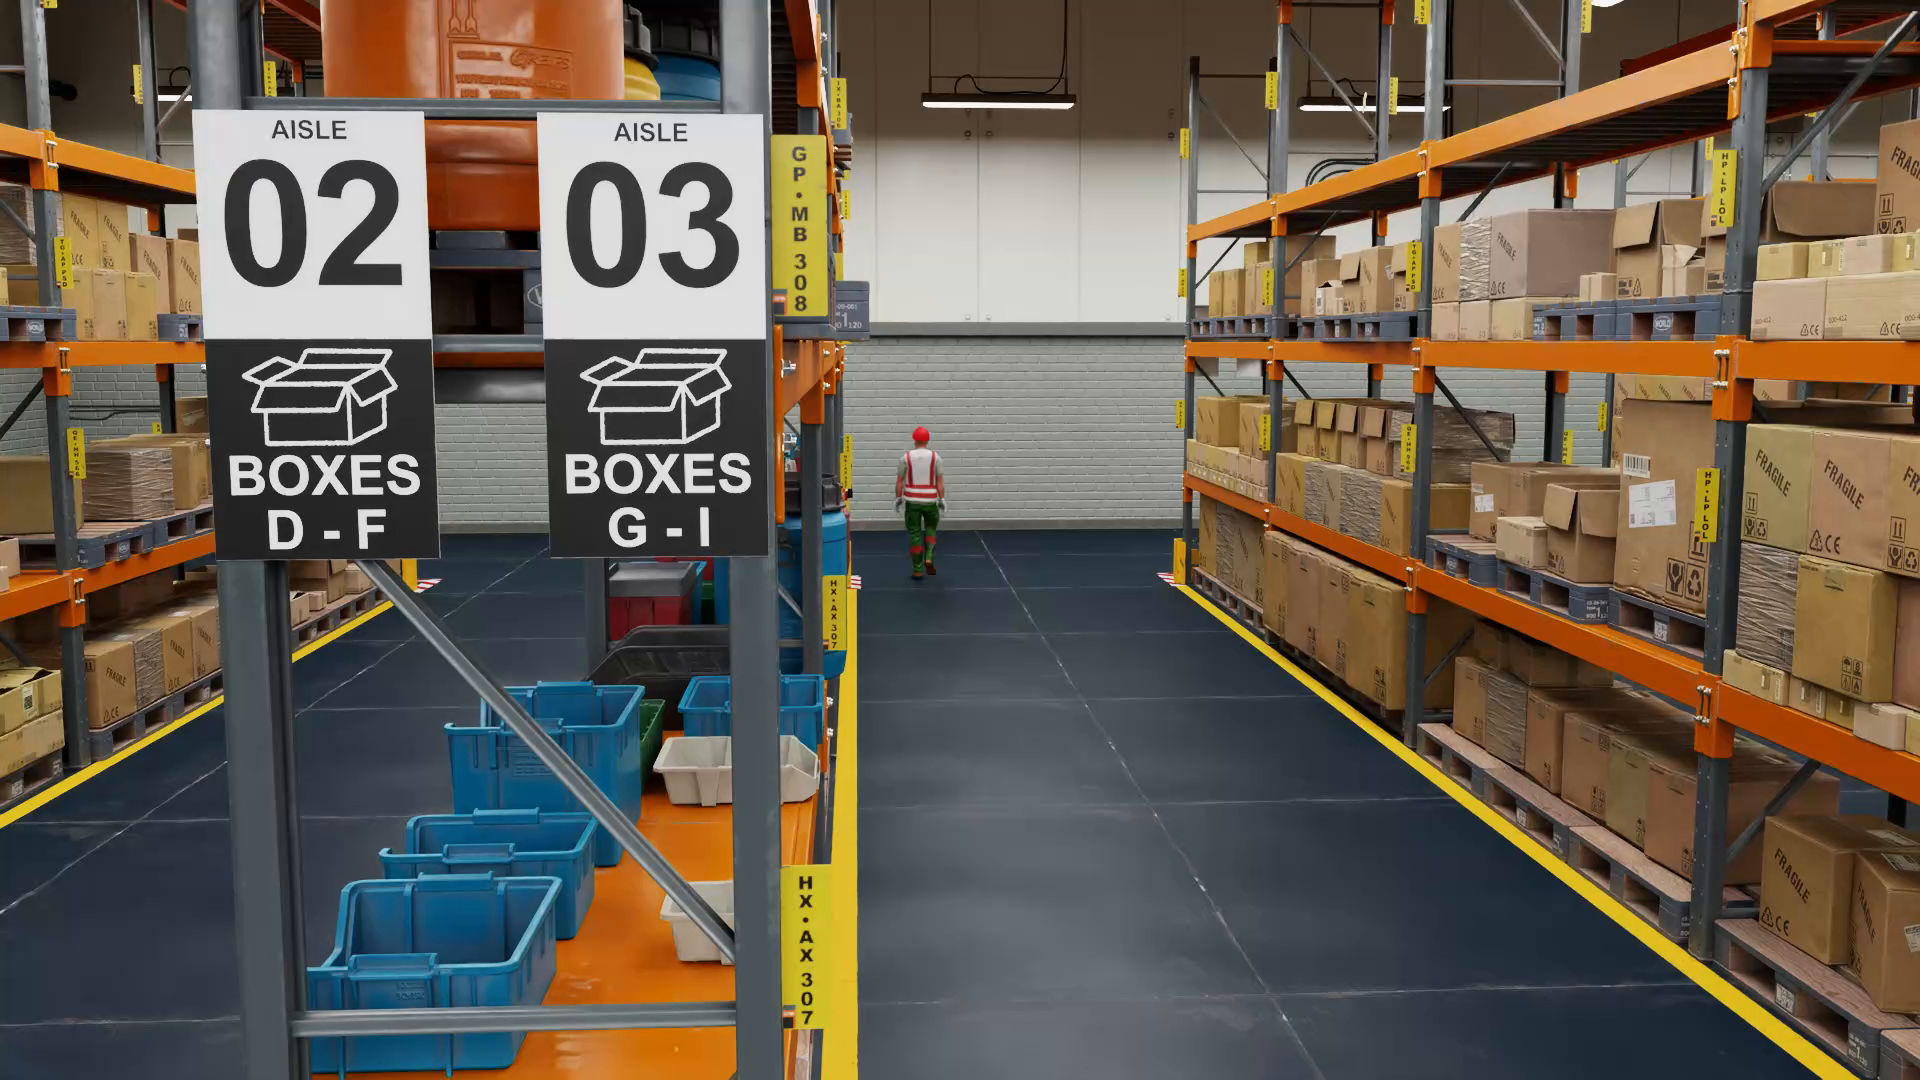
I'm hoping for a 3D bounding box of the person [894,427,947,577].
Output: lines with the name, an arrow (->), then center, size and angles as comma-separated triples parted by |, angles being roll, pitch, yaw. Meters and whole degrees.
person -> -0.480, -0.455, 19.818 | 0.608, 1.801, 0.485 | -1, 7, -8
